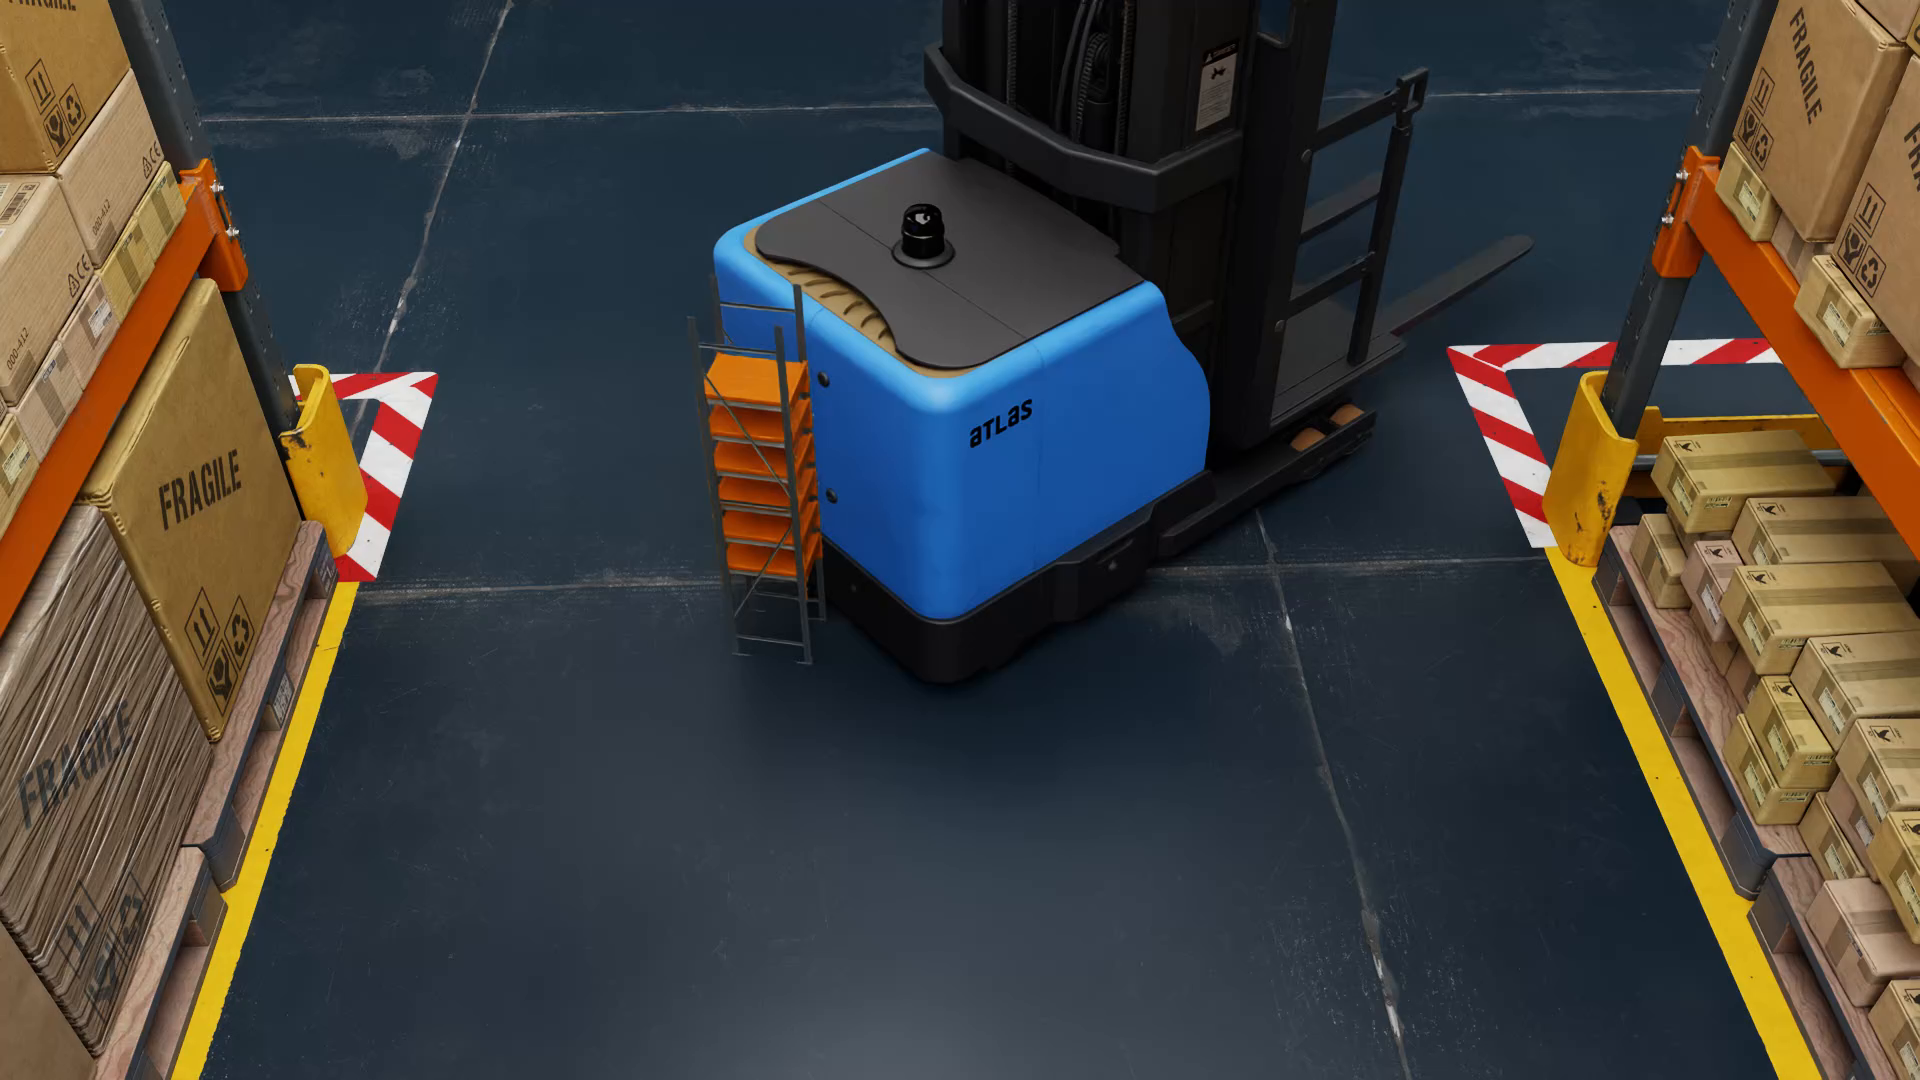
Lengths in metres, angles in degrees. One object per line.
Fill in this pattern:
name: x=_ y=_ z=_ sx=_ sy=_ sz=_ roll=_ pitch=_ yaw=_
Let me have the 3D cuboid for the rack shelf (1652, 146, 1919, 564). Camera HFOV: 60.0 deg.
rack shelf: x=2.547 y=0.413 z=3.112 sx=1.077 sy=0.370 sz=4.000 roll=-2 pitch=43 yaw=-2

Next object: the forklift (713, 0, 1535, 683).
forklift: x=0.751 y=-1.525 z=4.745 sx=3.031 sy=2.935 sz=1.130 roll=-30 pitch=50 yaw=-29

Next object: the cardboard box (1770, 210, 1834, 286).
cardboard box: x=2.200 y=-0.711 z=3.992 sx=0.380 sy=0.149 sz=0.250 roll=0 pitch=43 yaw=0

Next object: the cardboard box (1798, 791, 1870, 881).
cardboard box: x=2.282 y=0.743 z=4.018 sx=0.380 sy=0.149 sz=0.250 roll=-2 pitch=43 yaw=-2

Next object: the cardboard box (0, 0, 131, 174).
cardboard box: x=-2.215 y=-1.138 z=3.607 sx=0.500 sy=0.500 sz=0.500 roll=-1 pitch=43 yaw=-1

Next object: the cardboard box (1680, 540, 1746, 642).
cardboard box: x=2.183 y=0.131 z=4.466 sx=0.380 sy=0.149 sz=0.250 roll=-2 pitch=43 yaw=-2

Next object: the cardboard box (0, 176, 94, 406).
cardboard box: x=-2.191 y=-0.521 z=3.489 sx=0.500 sy=0.250 sz=0.500 roll=-2 pitch=43 yaw=-3

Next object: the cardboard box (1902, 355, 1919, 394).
cardboard box: x=2.306 y=-0.357 z=3.605 sx=0.380 sy=0.149 sz=0.250 roll=0 pitch=43 yaw=0

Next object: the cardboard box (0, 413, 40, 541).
cardboard box: x=-2.109 y=-0.115 z=3.342 sx=0.380 sy=0.149 sz=0.250 roll=-3 pitch=43 yaw=-3

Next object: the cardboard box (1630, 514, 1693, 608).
cardboard box: x=2.164 y=0.056 z=4.768 sx=0.380 sy=0.149 sz=0.250 roll=-1 pitch=43 yaw=-1

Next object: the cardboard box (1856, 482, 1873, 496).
cardboard box: x=2.769 y=-0.068 z=4.683 sx=0.380 sy=0.149 sz=0.250 roll=-3 pitch=43 yaw=-3

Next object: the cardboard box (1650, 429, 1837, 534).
cardboard box: x=2.145 y=-0.162 z=4.566 sx=0.380 sy=0.149 sz=0.250 roll=-3 pitch=43 yaw=-4

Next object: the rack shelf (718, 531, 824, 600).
rack shelf: x=-0.533 y=0.057 z=4.720 sx=0.258 sy=0.103 sz=0.180 roll=7 pitch=43 yaw=8

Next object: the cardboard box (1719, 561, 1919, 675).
cardboard box: x=2.159 y=0.194 z=4.177 sx=0.380 sy=0.149 sz=0.250 roll=-2 pitch=43 yaw=-2

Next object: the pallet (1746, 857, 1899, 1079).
pallet: x=2.513 y=1.248 z=3.733 sx=1.003 sy=0.211 sz=1.213 roll=-2 pitch=43 yaw=-2

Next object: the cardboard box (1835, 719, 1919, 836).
cardboard box: x=2.255 y=0.547 z=3.792 sx=0.380 sy=0.149 sz=0.250 roll=0 pitch=43 yaw=0

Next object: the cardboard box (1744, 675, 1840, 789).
cardboard box: x=2.184 y=0.470 z=4.096 sx=0.380 sy=0.149 sz=0.250 roll=0 pitch=43 yaw=0

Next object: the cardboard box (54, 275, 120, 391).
cardboard box: x=-2.131 y=-0.459 z=3.717 sx=0.380 sy=0.149 sz=0.250 roll=-2 pitch=43 yaw=-2

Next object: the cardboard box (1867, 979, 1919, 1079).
cardboard box: x=2.243 y=1.100 z=3.629 sx=0.380 sy=0.149 sz=0.250 roll=-2 pitch=43 yaw=-2

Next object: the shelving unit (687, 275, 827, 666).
shelving unit: x=-0.533 y=-0.152 z=4.528 sx=0.258 sy=1.200 sz=0.189 roll=7 pitch=43 yaw=8

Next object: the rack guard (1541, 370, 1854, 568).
rack guard: x=2.465 y=-0.230 z=5.131 sx=1.175 sy=0.500 sz=0.348 roll=-2 pitch=43 yaw=-2

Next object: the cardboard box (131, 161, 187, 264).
cardboard box: x=-2.154 y=-0.805 z=4.094 sx=0.380 sy=0.149 sz=0.250 roll=-1 pitch=43 yaw=-1

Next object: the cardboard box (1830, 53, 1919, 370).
cardboard box: x=2.253 y=-0.677 z=3.475 sx=0.500 sy=0.500 sz=0.500 roll=-2 pitch=43 yaw=-2

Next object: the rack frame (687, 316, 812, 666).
rack frame: x=-0.550 y=-0.091 z=4.462 sx=0.240 sy=1.200 sz=0.006 roll=7 pitch=43 yaw=8

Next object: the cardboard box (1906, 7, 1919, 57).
cardboard box: x=2.244 y=-1.066 z=3.160 sx=0.500 sy=0.500 sz=0.500 roll=-1 pitch=43 yaw=-1

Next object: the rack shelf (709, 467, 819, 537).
rack shelf: x=-0.533 y=-0.119 z=4.558 sx=0.258 sy=0.103 sz=0.180 roll=7 pitch=43 yaw=8

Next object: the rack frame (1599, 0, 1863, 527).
rack frame: x=2.462 y=-1.203 z=4.342 sx=1.000 sy=3.000 sz=0.127 roll=-2 pitch=43 yaw=-2

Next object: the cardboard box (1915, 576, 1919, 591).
cardboard box: x=2.691 y=-0.004 z=4.394 sx=0.380 sy=0.149 sz=0.250 roll=-1 pitch=43 yaw=-1

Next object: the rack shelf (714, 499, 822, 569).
rack shelf: x=-0.533 y=-0.031 z=4.639 sx=0.258 sy=0.103 sz=0.180 roll=7 pitch=43 yaw=8

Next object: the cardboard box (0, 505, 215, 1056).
cardboard box: x=-2.352 y=0.544 z=3.698 sx=0.875 sy=0.875 sz=0.875 roll=-2 pitch=43 yaw=-2

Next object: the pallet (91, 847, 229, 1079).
pallet: x=-2.337 y=1.259 z=3.721 sx=1.003 sy=0.211 sz=1.213 roll=-2 pitch=43 yaw=-2

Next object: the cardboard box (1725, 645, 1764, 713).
cardboard box: x=2.275 y=0.398 z=4.395 sx=0.380 sy=0.149 sz=0.250 roll=-1 pitch=43 yaw=-1
